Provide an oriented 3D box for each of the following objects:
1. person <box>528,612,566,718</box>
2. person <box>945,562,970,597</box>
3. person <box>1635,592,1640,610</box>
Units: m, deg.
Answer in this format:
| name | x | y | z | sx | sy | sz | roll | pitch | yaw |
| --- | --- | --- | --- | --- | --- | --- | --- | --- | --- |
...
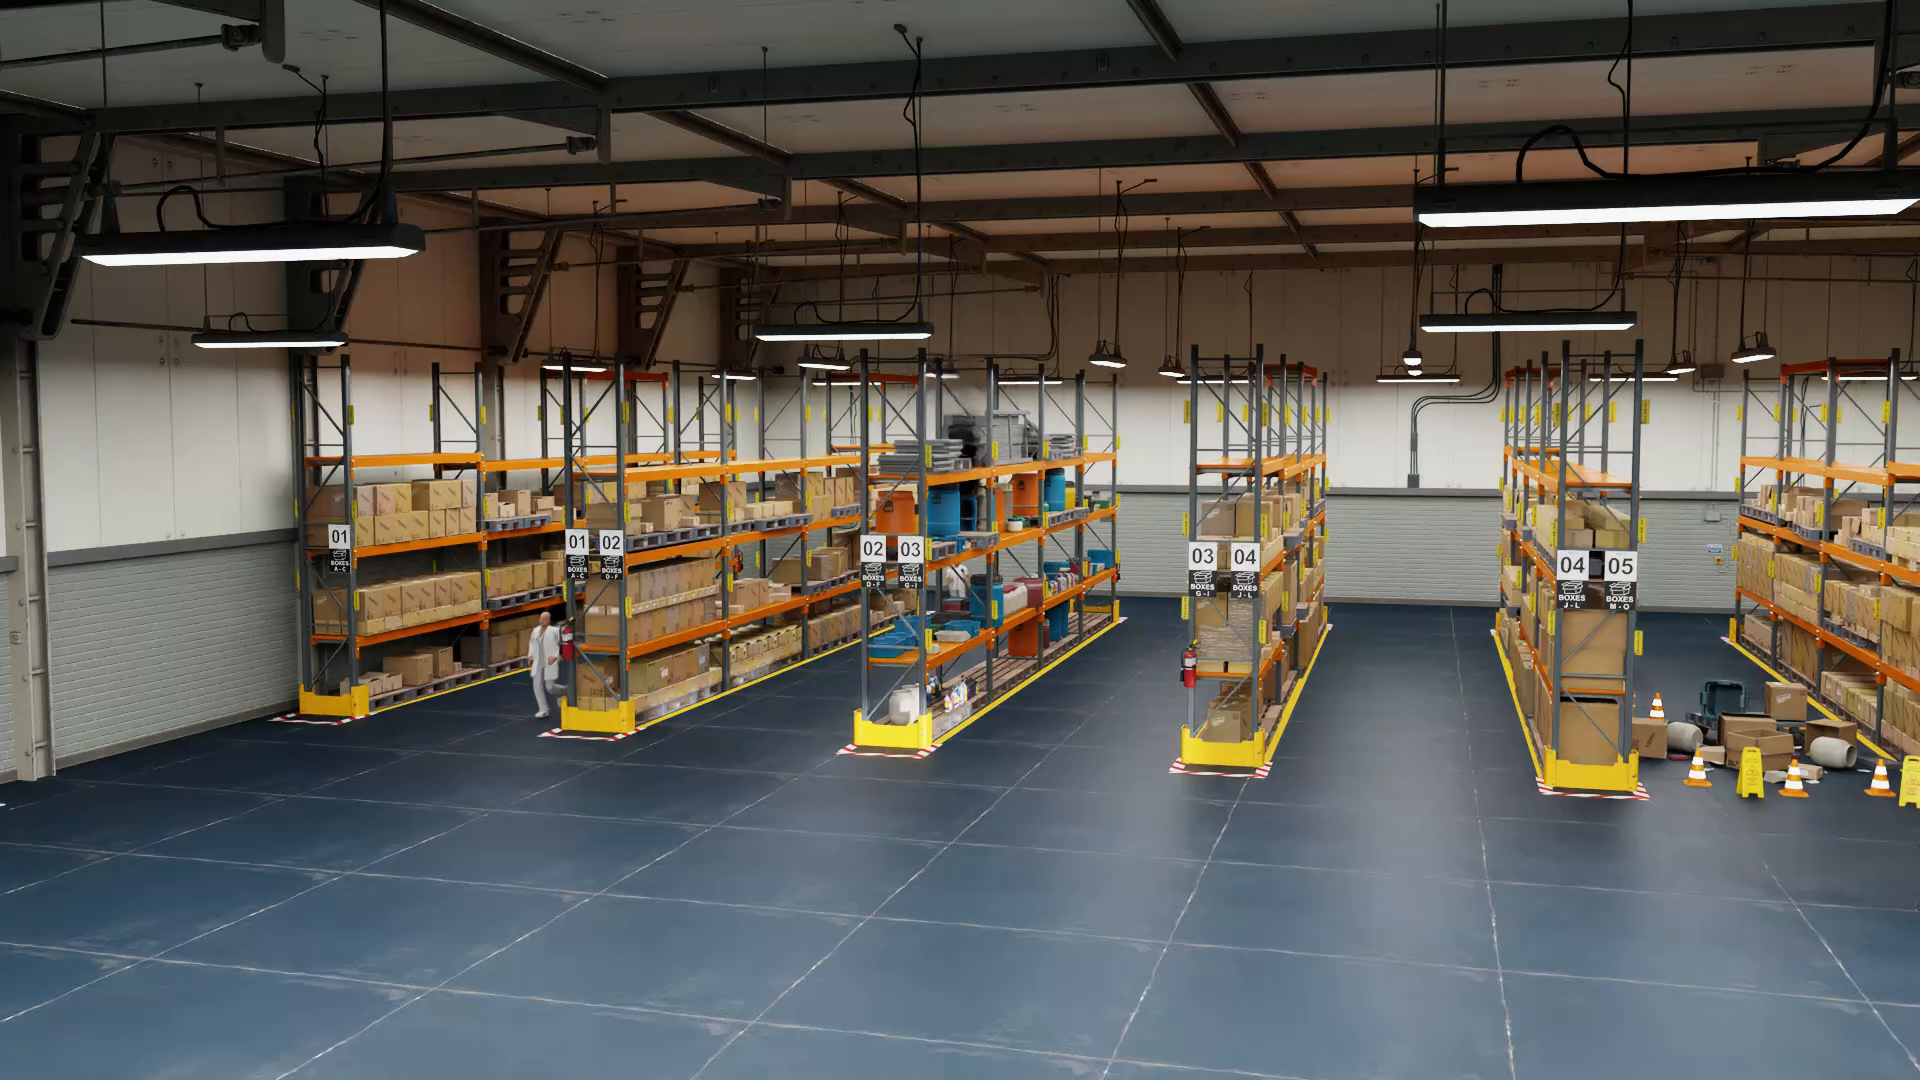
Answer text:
| name | x | y | z | sx | sy | sz | roll | pitch | yaw |
| --- | --- | --- | --- | --- | --- | --- | --- | --- | --- |
| person | -6.858 | 2.054 | 27.668 | 0.749 | 1.735 | 0.834 | 1 | 4 | 15 |
| person | -0.063 | 1.213 | 39.698 | 0.580 | 1.696 | 0.703 | 0 | 4 | 3 |
| person | 13.728 | 1.554 | 34.500 | 0.627 | 1.782 | 1.085 | 1 | 4 | 14 |
